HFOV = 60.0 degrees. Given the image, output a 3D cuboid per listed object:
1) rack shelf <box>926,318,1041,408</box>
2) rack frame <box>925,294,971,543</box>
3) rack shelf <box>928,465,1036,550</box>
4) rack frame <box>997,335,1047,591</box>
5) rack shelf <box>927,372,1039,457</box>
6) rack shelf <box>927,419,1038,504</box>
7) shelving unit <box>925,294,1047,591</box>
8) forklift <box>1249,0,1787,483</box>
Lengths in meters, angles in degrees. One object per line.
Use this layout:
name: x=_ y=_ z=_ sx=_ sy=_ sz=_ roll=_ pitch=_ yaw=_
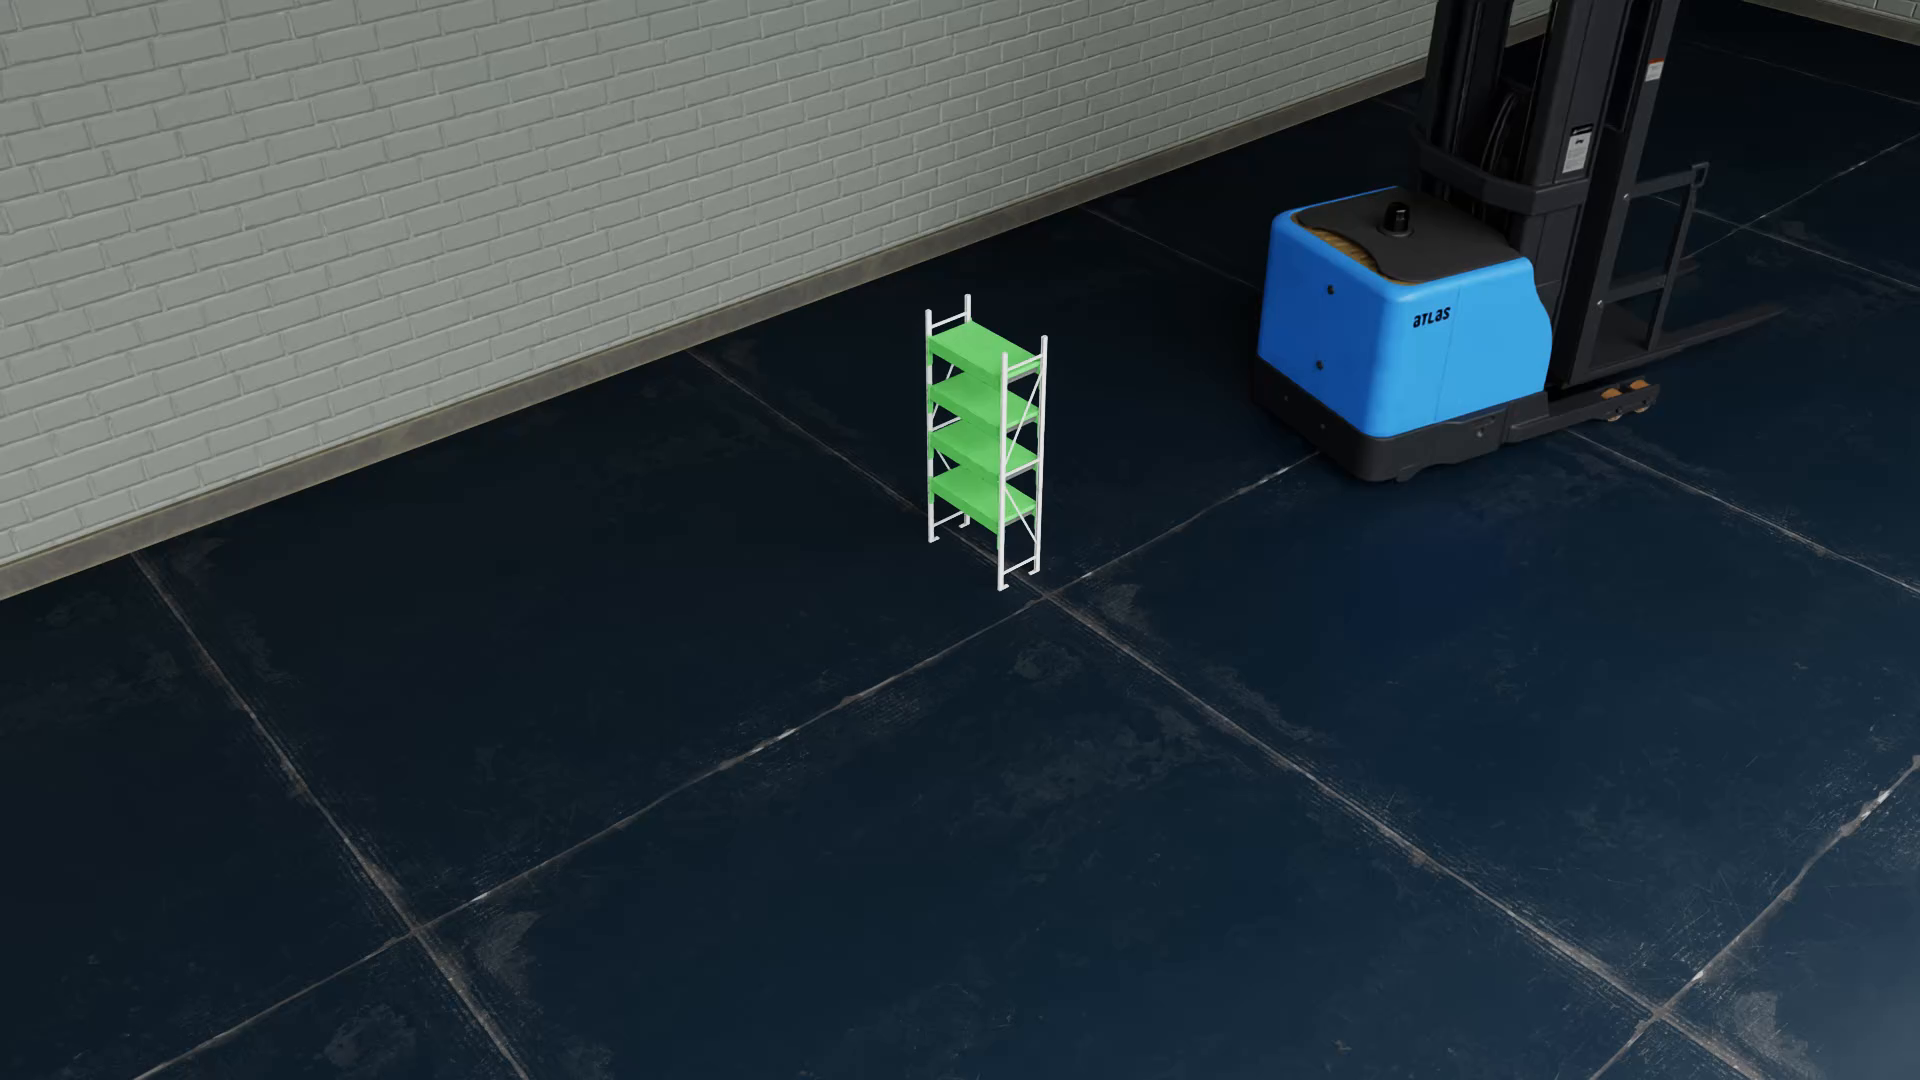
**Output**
rack shelf: x=0.107 y=-0.756 z=7.060 sx=0.258 sy=0.148 sz=0.480 roll=-26 pitch=43 yaw=-32
rack frame: x=-0.051 y=-0.524 z=7.452 sx=0.240 sy=1.200 sz=0.015 roll=-26 pitch=43 yaw=-32
rack shelf: x=0.107 y=-0.169 z=7.476 sx=0.258 sy=0.148 sz=0.480 roll=-26 pitch=43 yaw=-32
rack frame: x=0.264 y=-0.309 z=7.148 sx=0.240 sy=1.200 sz=0.015 roll=-26 pitch=43 yaw=-32
rack shelf: x=0.107 y=-0.560 z=7.198 sx=0.258 sy=0.148 sz=0.480 roll=-26 pitch=43 yaw=-32
rack shelf: x=0.107 y=-0.364 z=7.337 sx=0.258 sy=0.148 sz=0.480 roll=-26 pitch=43 yaw=-32
shelving unit: x=0.107 y=-0.417 z=7.300 sx=0.258 sy=1.200 sz=0.503 roll=-26 pitch=43 yaw=-32
forklift: x=3.065 y=-2.065 z=8.130 sx=3.031 sy=2.935 sz=1.130 roll=-17 pitch=39 yaw=-22
